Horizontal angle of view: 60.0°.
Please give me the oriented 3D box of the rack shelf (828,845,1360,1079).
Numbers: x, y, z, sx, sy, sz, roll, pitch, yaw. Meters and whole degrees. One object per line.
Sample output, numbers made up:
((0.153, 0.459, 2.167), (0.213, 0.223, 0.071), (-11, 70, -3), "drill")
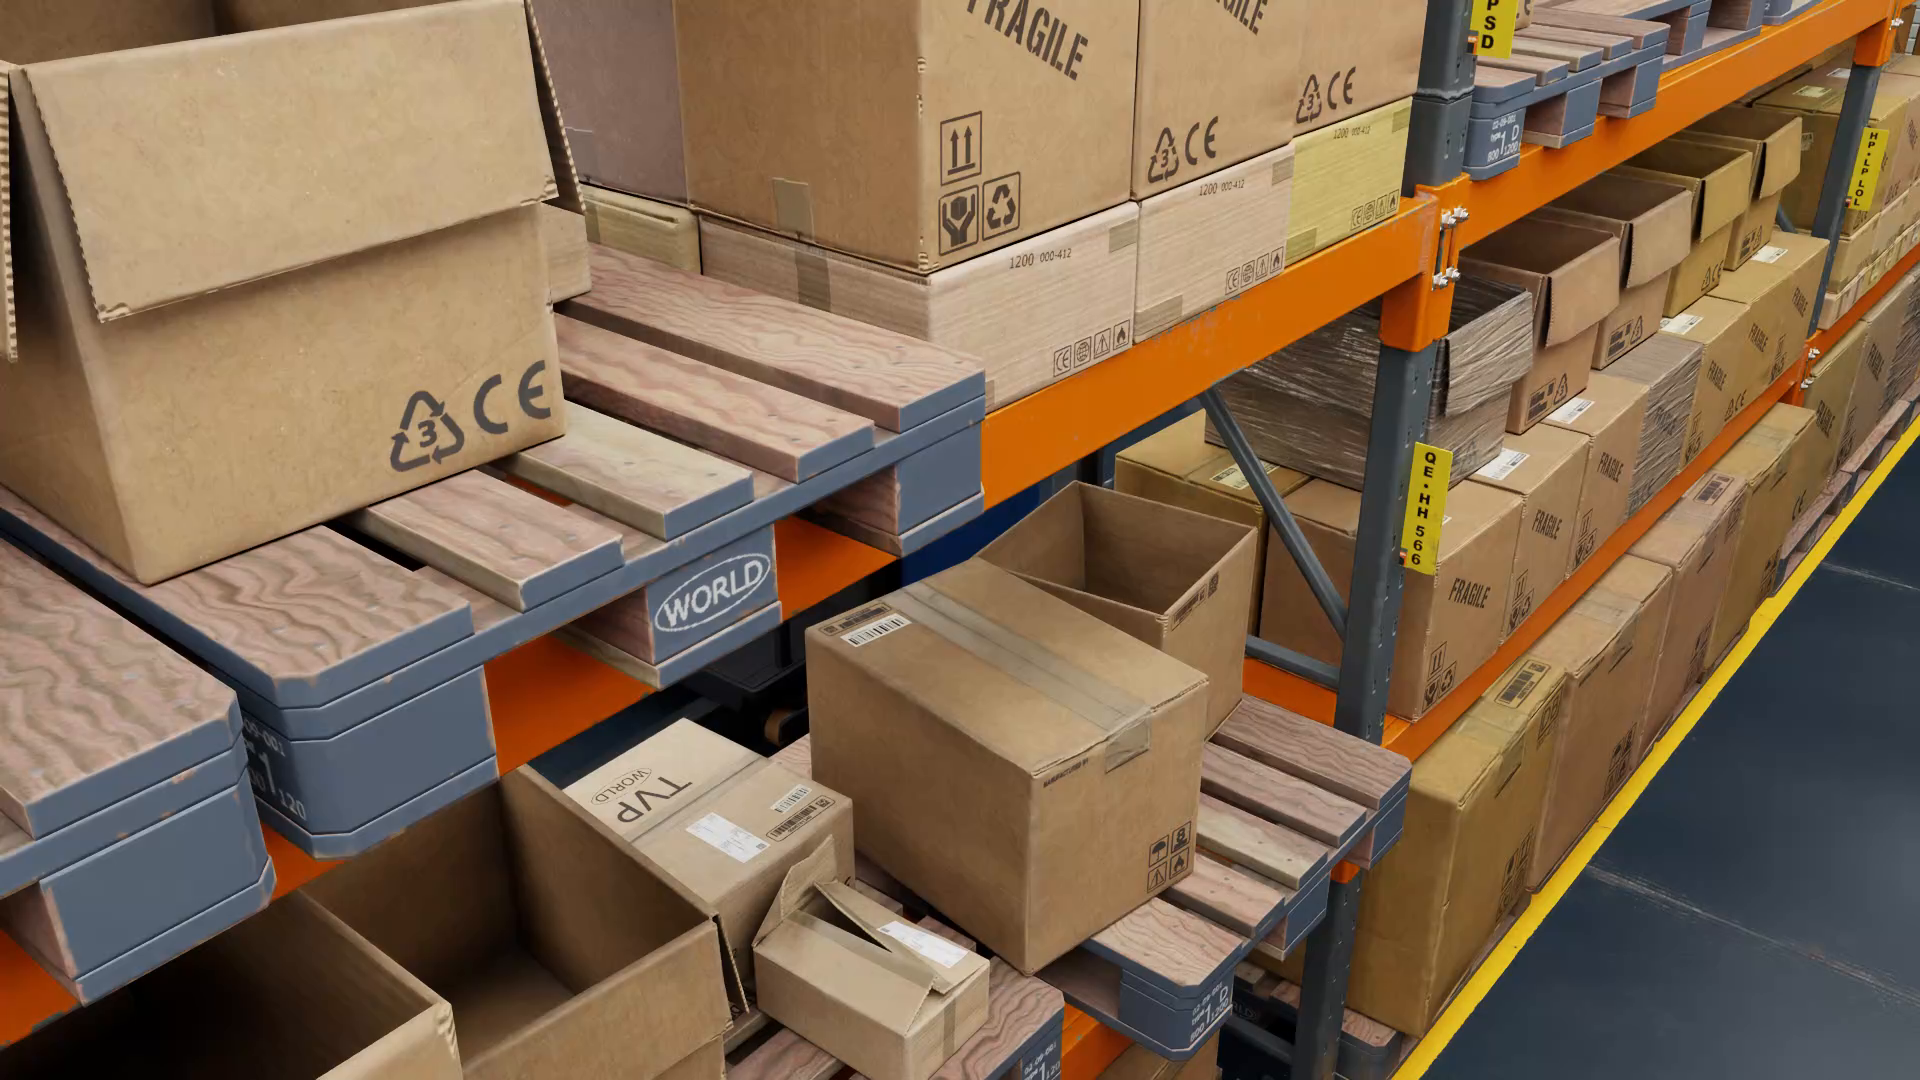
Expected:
((-0.595, 1.280, 3.294), (1.077, 0.370, 4.000), (21, 34, 34), "rack shelf")

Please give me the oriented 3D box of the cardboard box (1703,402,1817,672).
((2.830, -0.177, 7.183), (1.225, 0.875, 0.875), (21, 34, 35), "cardboard box")

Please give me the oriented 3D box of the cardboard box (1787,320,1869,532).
((3.703, -0.620, 8.040), (0.875, 0.875, 0.875), (21, 34, 34), "cardboard box")

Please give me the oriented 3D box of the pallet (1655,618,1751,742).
((2.789, 0.367, 7.310), (1.003, 0.211, 1.213), (21, 34, 34), "pallet")

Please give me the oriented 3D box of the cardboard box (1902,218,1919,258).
((4.490, -1.522, 8.202), (0.380, 0.149, 0.250), (21, 34, 35), "cardboard box")

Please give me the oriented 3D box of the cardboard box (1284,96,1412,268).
((0.564, -0.774, 3.380), (0.500, 0.250, 0.500), (21, 34, 35), "cardboard box")

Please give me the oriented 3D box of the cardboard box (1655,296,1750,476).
((2.488, -0.605, 6.046), (0.500, 0.500, 0.500), (20, 34, 34), "cardboard box")

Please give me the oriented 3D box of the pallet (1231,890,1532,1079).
((1.237, 1.233, 5.638), (1.003, 0.211, 1.213), (21, 34, 34), "pallet")

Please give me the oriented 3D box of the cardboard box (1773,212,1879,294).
((3.722, -1.322, 7.381), (0.500, 0.250, 0.500), (20, 33, 34), "cardboard box")

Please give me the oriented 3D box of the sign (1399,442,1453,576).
((1.102, -0.072, 3.951), (0.100, 0.325, 0.005), (21, 34, 34), "sign")

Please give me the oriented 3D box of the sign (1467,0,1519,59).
((1.095, -1.151, 3.383), (0.100, 0.325, 0.005), (21, 34, 34), "sign")

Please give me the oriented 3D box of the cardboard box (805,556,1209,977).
((0.087, 0.451, 3.548), (0.500, 0.500, 0.700), (-22, 35, -36), "cardboard box")

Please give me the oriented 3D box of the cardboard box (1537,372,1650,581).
((1.846, -0.252, 5.364), (0.500, 0.500, 0.500), (20, 33, 34), "cardboard box")

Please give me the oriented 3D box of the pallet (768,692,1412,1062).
((0.306, 0.620, 3.995), (1.213, 0.211, 1.003), (21, 34, 34), "pallet")

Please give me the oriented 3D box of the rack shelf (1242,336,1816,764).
((1.949, -0.138, 6.035), (1.077, 0.370, 4.000), (21, 34, 34), "rack shelf")

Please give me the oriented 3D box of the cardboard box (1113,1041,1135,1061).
((0.274, 1.080, 4.324), (0.500, 0.250, 0.500), (22, 35, 36), "cardboard box")

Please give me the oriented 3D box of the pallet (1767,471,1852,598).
((3.766, -0.175, 8.358), (1.003, 0.211, 1.213), (21, 34, 34), "pallet")

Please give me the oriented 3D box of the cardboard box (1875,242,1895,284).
((4.166, -1.343, 7.855), (0.380, 0.149, 0.250), (20, 33, 33), "cardboard box")

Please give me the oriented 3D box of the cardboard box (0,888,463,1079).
((-1.254, 0.976, 1.989), (1.000, 1.000, 1.000), (21, 34, 35), "cardboard box")

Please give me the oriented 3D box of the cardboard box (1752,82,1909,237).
((3.723, -1.660, 7.218), (0.500, 0.500, 0.500), (21, 34, 34), "cardboard box")

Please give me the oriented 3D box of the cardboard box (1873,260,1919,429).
((4.842, -1.255, 9.266), (0.875, 0.875, 0.875), (21, 34, 34), "cardboard box")

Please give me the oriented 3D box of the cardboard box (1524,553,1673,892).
((1.705, 0.456, 5.959), (1.225, 0.875, 0.875), (21, 34, 35), "cardboard box")

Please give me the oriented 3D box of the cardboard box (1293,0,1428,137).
((0.567, -1.105, 3.204), (0.500, 0.500, 0.500), (22, 34, 36), "cardboard box")

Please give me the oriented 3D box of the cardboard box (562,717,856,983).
((-0.566, 0.659, 3.419), (0.500, 0.250, 0.500), (20, 33, 33), "cardboard box")

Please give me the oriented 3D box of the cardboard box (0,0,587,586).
((-0.893, -0.367, 1.861), (0.797, 0.503, 0.637), (22, 35, 36), "cardboard box")

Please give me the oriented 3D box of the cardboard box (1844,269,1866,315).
((3.833, -1.156, 7.493), (0.380, 0.149, 0.250), (19, 33, 33), "cardboard box")

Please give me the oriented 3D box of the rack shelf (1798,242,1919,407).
((4.494, -1.556, 8.777), (1.077, 0.370, 4.000), (21, 34, 34), "rack shelf")

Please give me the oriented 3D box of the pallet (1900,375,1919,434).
((5.318, -1.040, 10.031), (1.003, 0.211, 1.213), (21, 34, 34), "pallet")

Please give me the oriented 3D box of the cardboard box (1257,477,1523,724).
((1.196, 0.114, 4.656), (0.500, 0.500, 0.500), (22, 35, 36), "cardboard box")

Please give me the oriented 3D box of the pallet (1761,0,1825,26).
((2.676, -2.075, 5.939), (0.805, 0.209, 1.217), (19, 33, 32), "pallet")

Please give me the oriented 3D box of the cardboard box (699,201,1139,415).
((-0.063, -0.417, 2.690), (0.500, 0.250, 0.500), (22, 34, 36), "cardboard box")

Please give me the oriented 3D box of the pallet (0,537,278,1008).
((-1.392, 0.233, 1.475), (1.213, 0.211, 1.003), (21, 34, 34), "pallet")

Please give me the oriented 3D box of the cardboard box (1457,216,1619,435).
((1.571, -0.723, 5.183), (0.797, 0.503, 0.637), (22, 34, 36), "cardboard box")

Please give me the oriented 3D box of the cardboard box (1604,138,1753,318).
((2.376, -1.188, 6.081), (0.797, 0.503, 0.637), (21, 34, 35), "cardboard box")

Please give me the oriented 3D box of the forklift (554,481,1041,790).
((-0.917, -0.726, 6.464), (1.130, 2.935, 3.031), (20, 33, 33), "forklift")

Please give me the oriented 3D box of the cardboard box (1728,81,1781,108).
((3.308, -1.806, 7.501), (0.500, 0.500, 0.500), (22, 35, 36), "cardboard box")

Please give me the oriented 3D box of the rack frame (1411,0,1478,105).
((0.677, -2.413, 3.121), (1.000, 3.000, 0.127), (21, 34, 34), "rack frame")

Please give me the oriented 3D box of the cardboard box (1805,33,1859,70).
((4.609, -2.529, 8.898), (0.500, 0.500, 0.500), (20, 33, 33), "cardboard box")

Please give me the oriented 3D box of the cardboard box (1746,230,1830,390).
((3.135, -0.965, 6.743), (0.500, 0.500, 0.500), (21, 34, 35), "cardboard box")

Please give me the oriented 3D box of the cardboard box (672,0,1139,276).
((-0.078, -0.749, 2.516), (0.500, 0.500, 0.500), (21, 34, 35), "cardboard box")

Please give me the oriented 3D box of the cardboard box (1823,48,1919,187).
((4.370, -2.019, 7.911), (0.500, 0.500, 0.500), (20, 33, 33), "cardboard box")

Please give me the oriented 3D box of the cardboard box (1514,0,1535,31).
((1.010, -1.551, 4.149), (0.797, 0.503, 0.637), (23, 35, 37), "cardboard box")

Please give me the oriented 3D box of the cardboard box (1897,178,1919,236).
((4.368, -1.682, 8.077), (0.500, 0.250, 0.500), (22, 34, 36), "cardboard box")
